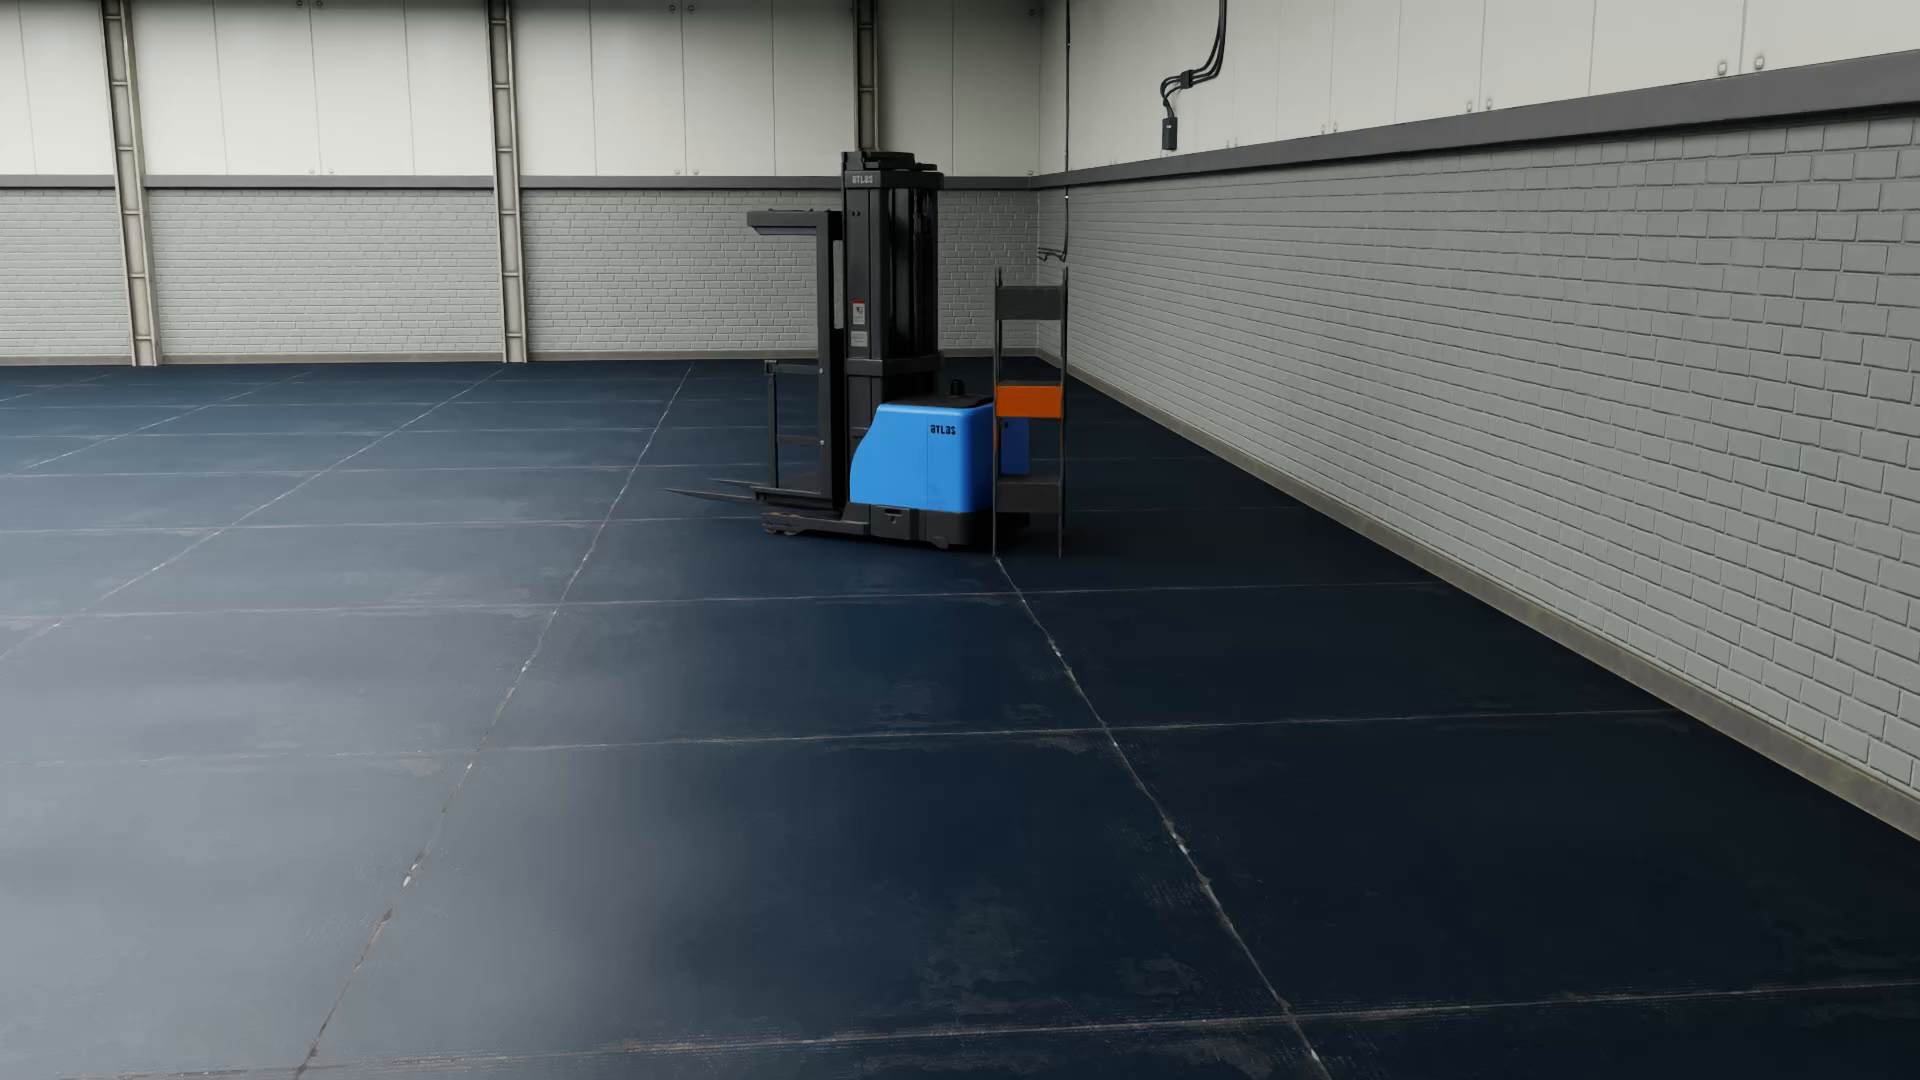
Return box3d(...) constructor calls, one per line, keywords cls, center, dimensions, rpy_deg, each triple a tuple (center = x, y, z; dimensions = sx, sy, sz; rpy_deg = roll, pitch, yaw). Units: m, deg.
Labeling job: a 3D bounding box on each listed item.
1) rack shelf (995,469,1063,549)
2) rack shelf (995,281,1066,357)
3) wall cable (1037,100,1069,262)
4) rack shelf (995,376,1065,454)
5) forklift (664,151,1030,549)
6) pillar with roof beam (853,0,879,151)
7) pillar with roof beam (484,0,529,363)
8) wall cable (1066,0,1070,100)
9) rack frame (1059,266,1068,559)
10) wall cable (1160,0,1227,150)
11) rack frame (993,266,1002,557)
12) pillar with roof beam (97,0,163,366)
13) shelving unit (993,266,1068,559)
box3d(cls="rack shelf", center=(0.517, -0.235, 12.318), dimensions=(0.480, 0.518, 0.431), rpy_deg=(1, 11, 7))
box3d(cls="rack shelf", center=(0.517, -1.608, 12.048), dimensions=(0.480, 0.518, 0.431), rpy_deg=(1, 11, 7))
box3d(cls="wall cable", center=(1.482, -5.863, 27.411), dimensions=(0.112, 2.526, 3.097), rpy_deg=(-1, 11, -6))
box3d(cls="rack shelf", center=(0.517, -0.922, 12.183), dimensions=(0.480, 0.518, 0.431), rpy_deg=(1, 11, 7))
box3d(cls="forklift", center=(-0.988, -1.554, 13.174), dimensions=(3.031, 2.935, 1.130), rpy_deg=(6, 13, 29))
box3d(cls="pillar with roof beam", center=(-1.124, -6.753, 23.890), dimensions=(0.400, 9.000, 9.100), rpy_deg=(-1, 11, -6))
box3d(cls="pillar with roof beam", center=(-7.089, -6.628, 23.254), dimensions=(0.400, 9.000, 9.100), rpy_deg=(-1, 11, -6))
box3d(cls="wall cable", center=(1.774, -7.822, 24.285), dimensions=(0.112, 2.526, 3.097), rpy_deg=(-1, 11, -6))
box3d(cls="rack frame", center=(0.759, -0.929, 12.151), dimensions=(0.015, 2.100, 0.400), rpy_deg=(1, 11, 7))
box3d(cls="wall cable", center=(2.492, -7.234, 17.521), dimensions=(0.169, 6.003, 2.305), rpy_deg=(-1, 11, -6))
box3d(cls="rack frame", center=(0.275, -0.941, 12.210), dimensions=(0.015, 2.100, 0.400), rpy_deg=(1, 11, 7))
box3d(cls="pillar with roof beam", center=(-13.054, -6.503, 22.619), dimensions=(0.400, 9.000, 9.100), rpy_deg=(-1, 11, -6))
box3d(cls="shelving unit", center=(0.517, -0.935, 12.181), dimensions=(0.503, 2.100, 0.431), rpy_deg=(1, 11, 7))
